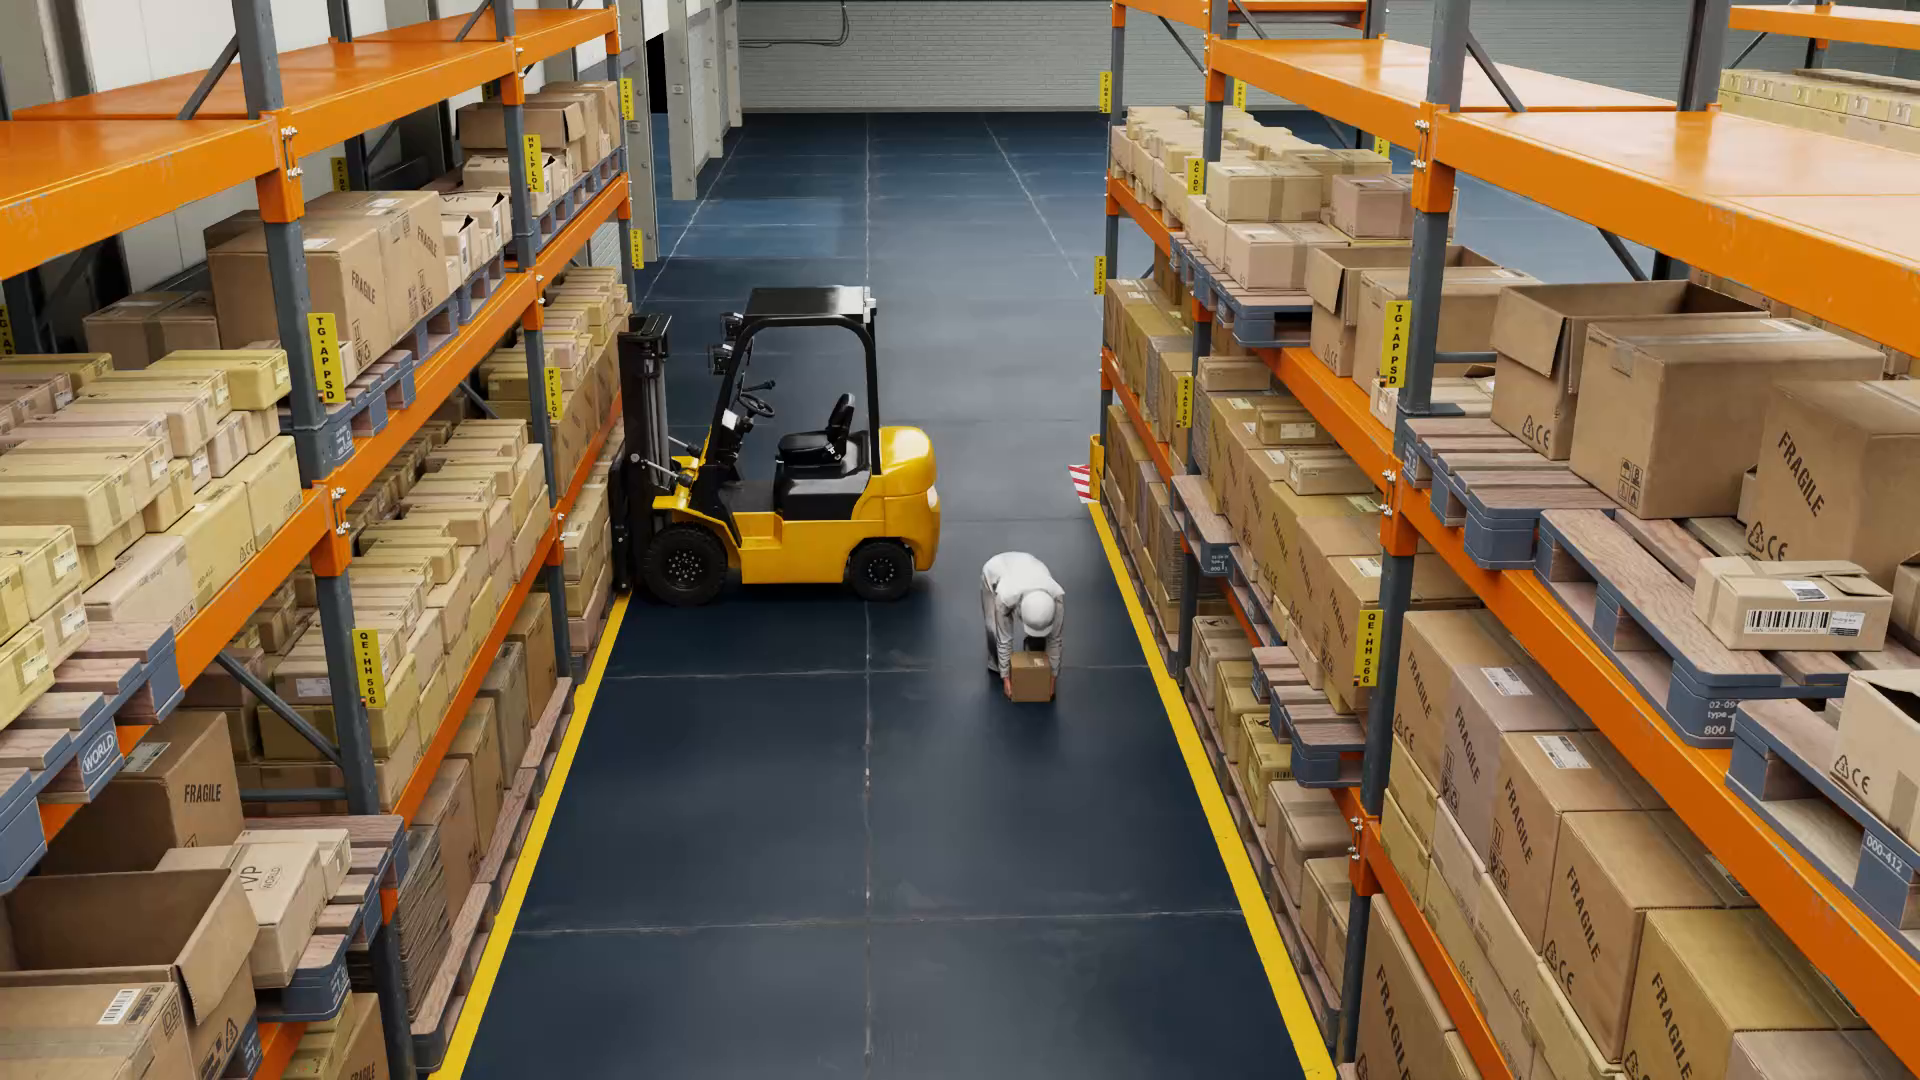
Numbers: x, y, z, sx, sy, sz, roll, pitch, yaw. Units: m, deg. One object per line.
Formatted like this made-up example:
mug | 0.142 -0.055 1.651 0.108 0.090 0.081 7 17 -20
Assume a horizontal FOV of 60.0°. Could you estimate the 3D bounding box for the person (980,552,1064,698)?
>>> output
person | 0.416 0.543 11.001 0.502 0.815 0.999 -3 20 -8
